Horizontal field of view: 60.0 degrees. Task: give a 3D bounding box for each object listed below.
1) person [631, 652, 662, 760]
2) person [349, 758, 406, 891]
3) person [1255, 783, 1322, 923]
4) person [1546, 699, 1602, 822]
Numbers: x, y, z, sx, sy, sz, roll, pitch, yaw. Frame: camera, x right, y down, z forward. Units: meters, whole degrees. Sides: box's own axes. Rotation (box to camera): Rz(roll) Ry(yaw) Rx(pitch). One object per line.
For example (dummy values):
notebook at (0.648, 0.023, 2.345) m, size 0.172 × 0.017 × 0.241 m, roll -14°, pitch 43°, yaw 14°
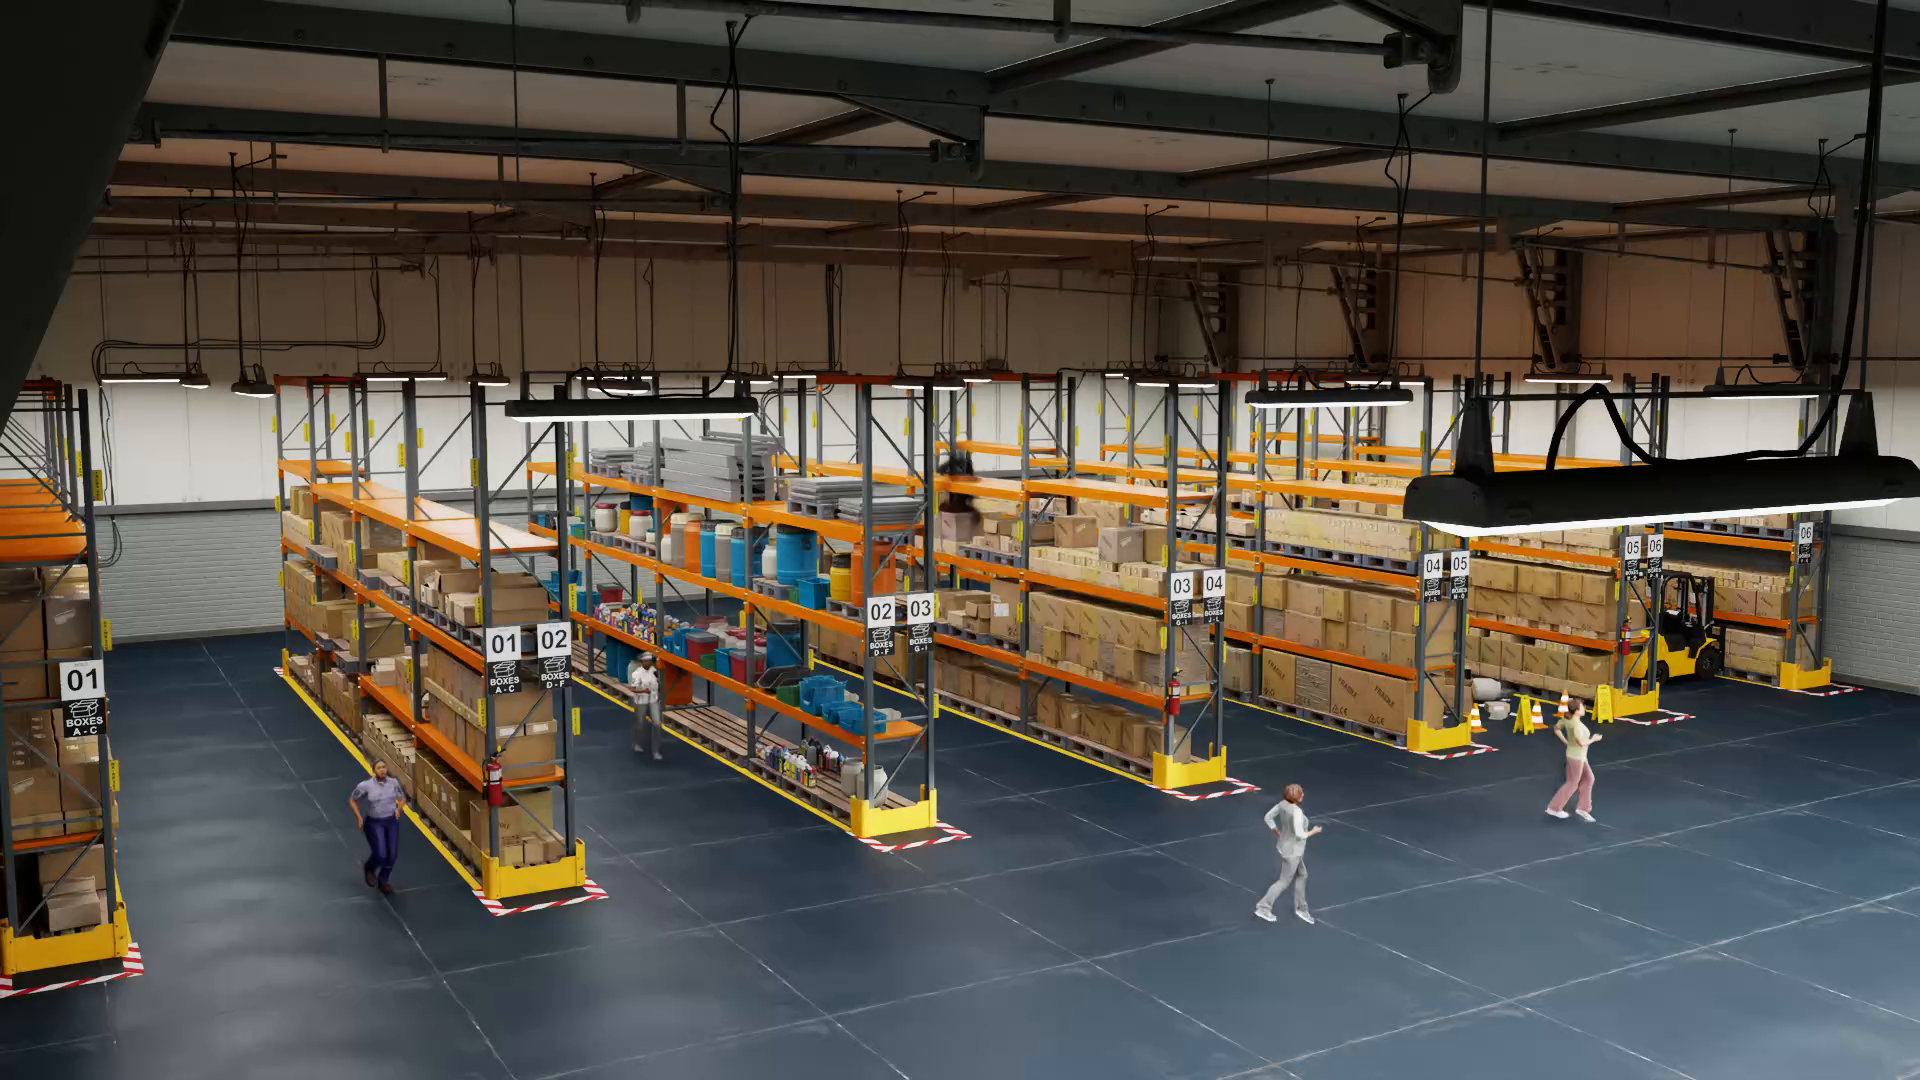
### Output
person at (-4.993, 2.619, 26.418) m, size 0.526 × 1.753 × 0.810 m, roll -4°, pitch 7°, yaw -31°
person at (-6.823, 3.384, 19.658) m, size 0.606 × 1.600 × 0.556 m, roll -5°, pitch 8°, yaw -40°
person at (3.650, 3.513, 18.510) m, size 0.751 × 1.645 × 0.522 m, roll -1°, pitch 6°, yaw -8°
person at (8.369, 3.031, 22.679) m, size 0.694 × 1.703 × 0.560 m, roll 1°, pitch 6°, yaw 9°
